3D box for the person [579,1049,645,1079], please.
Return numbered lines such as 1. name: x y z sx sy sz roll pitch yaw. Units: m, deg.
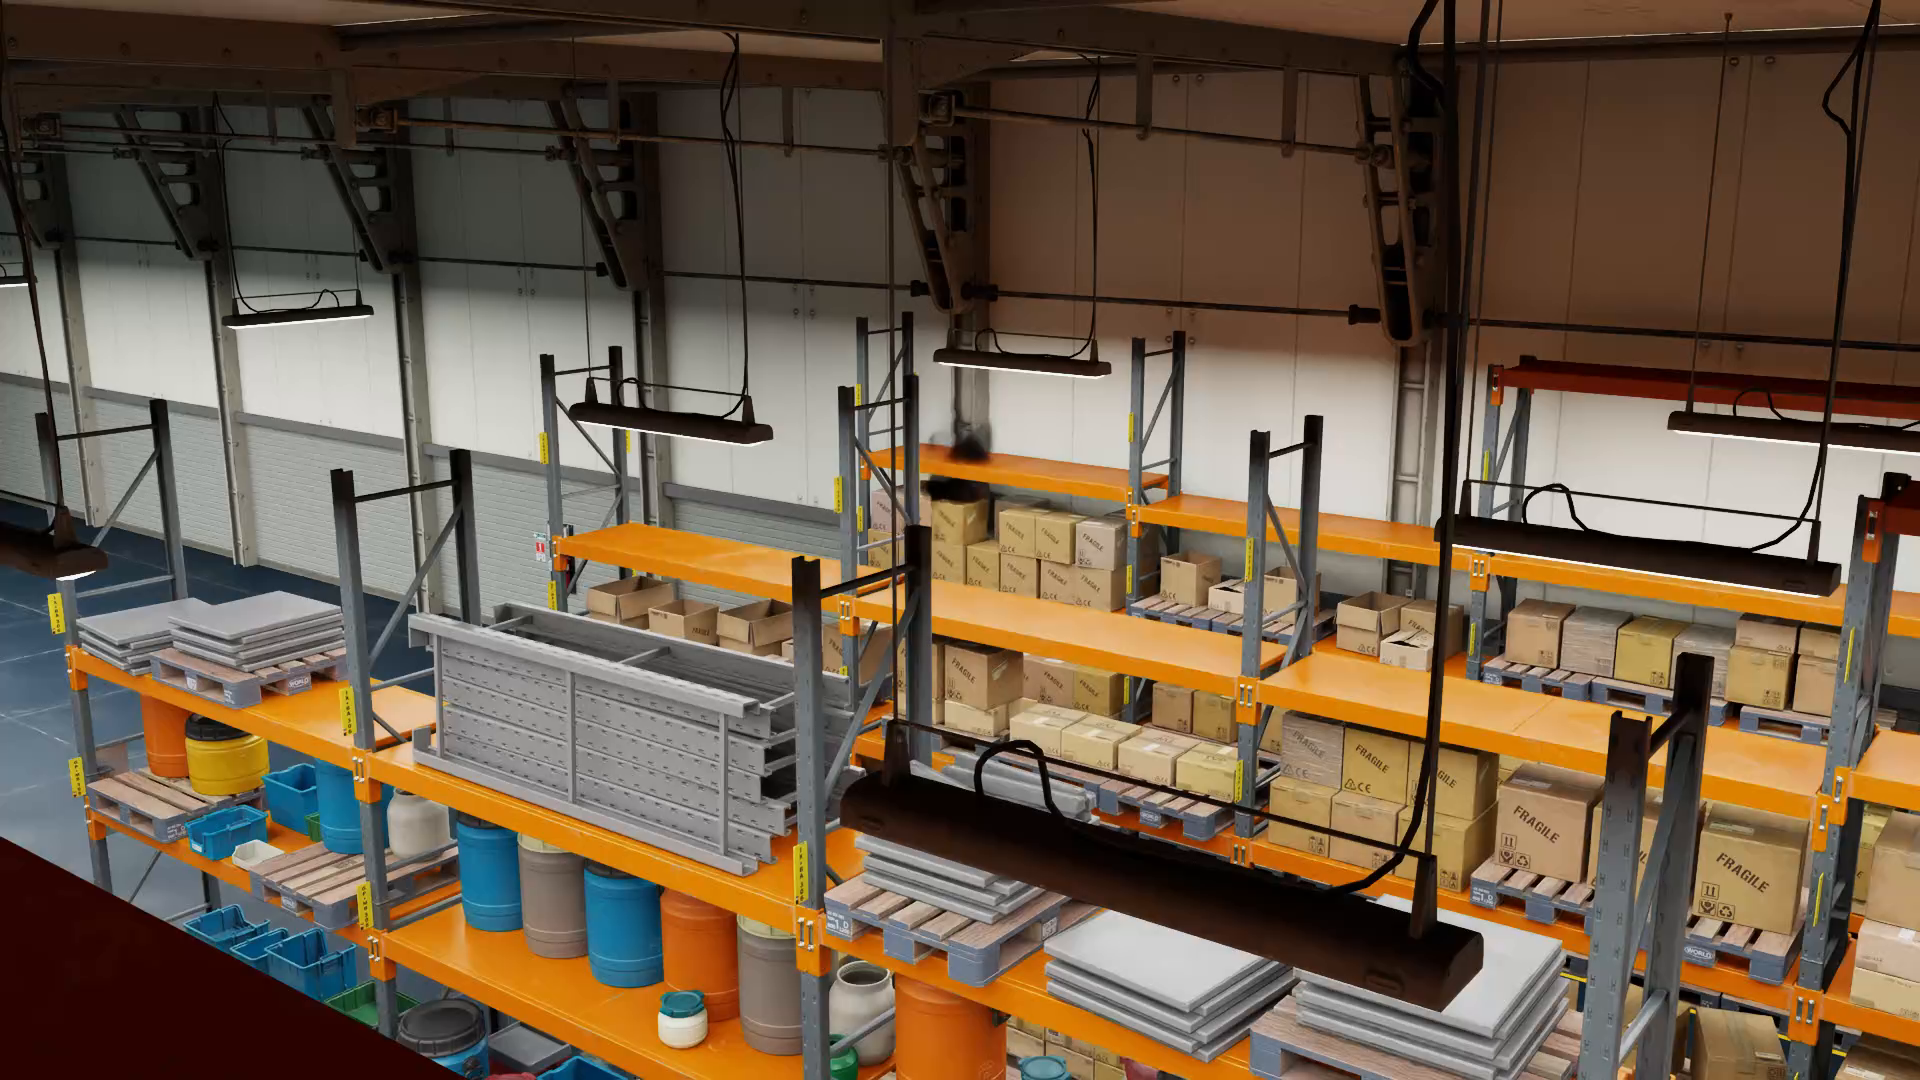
1. person: -2.929 4.042 14.028 0.756 1.743 0.711 5 14 22
